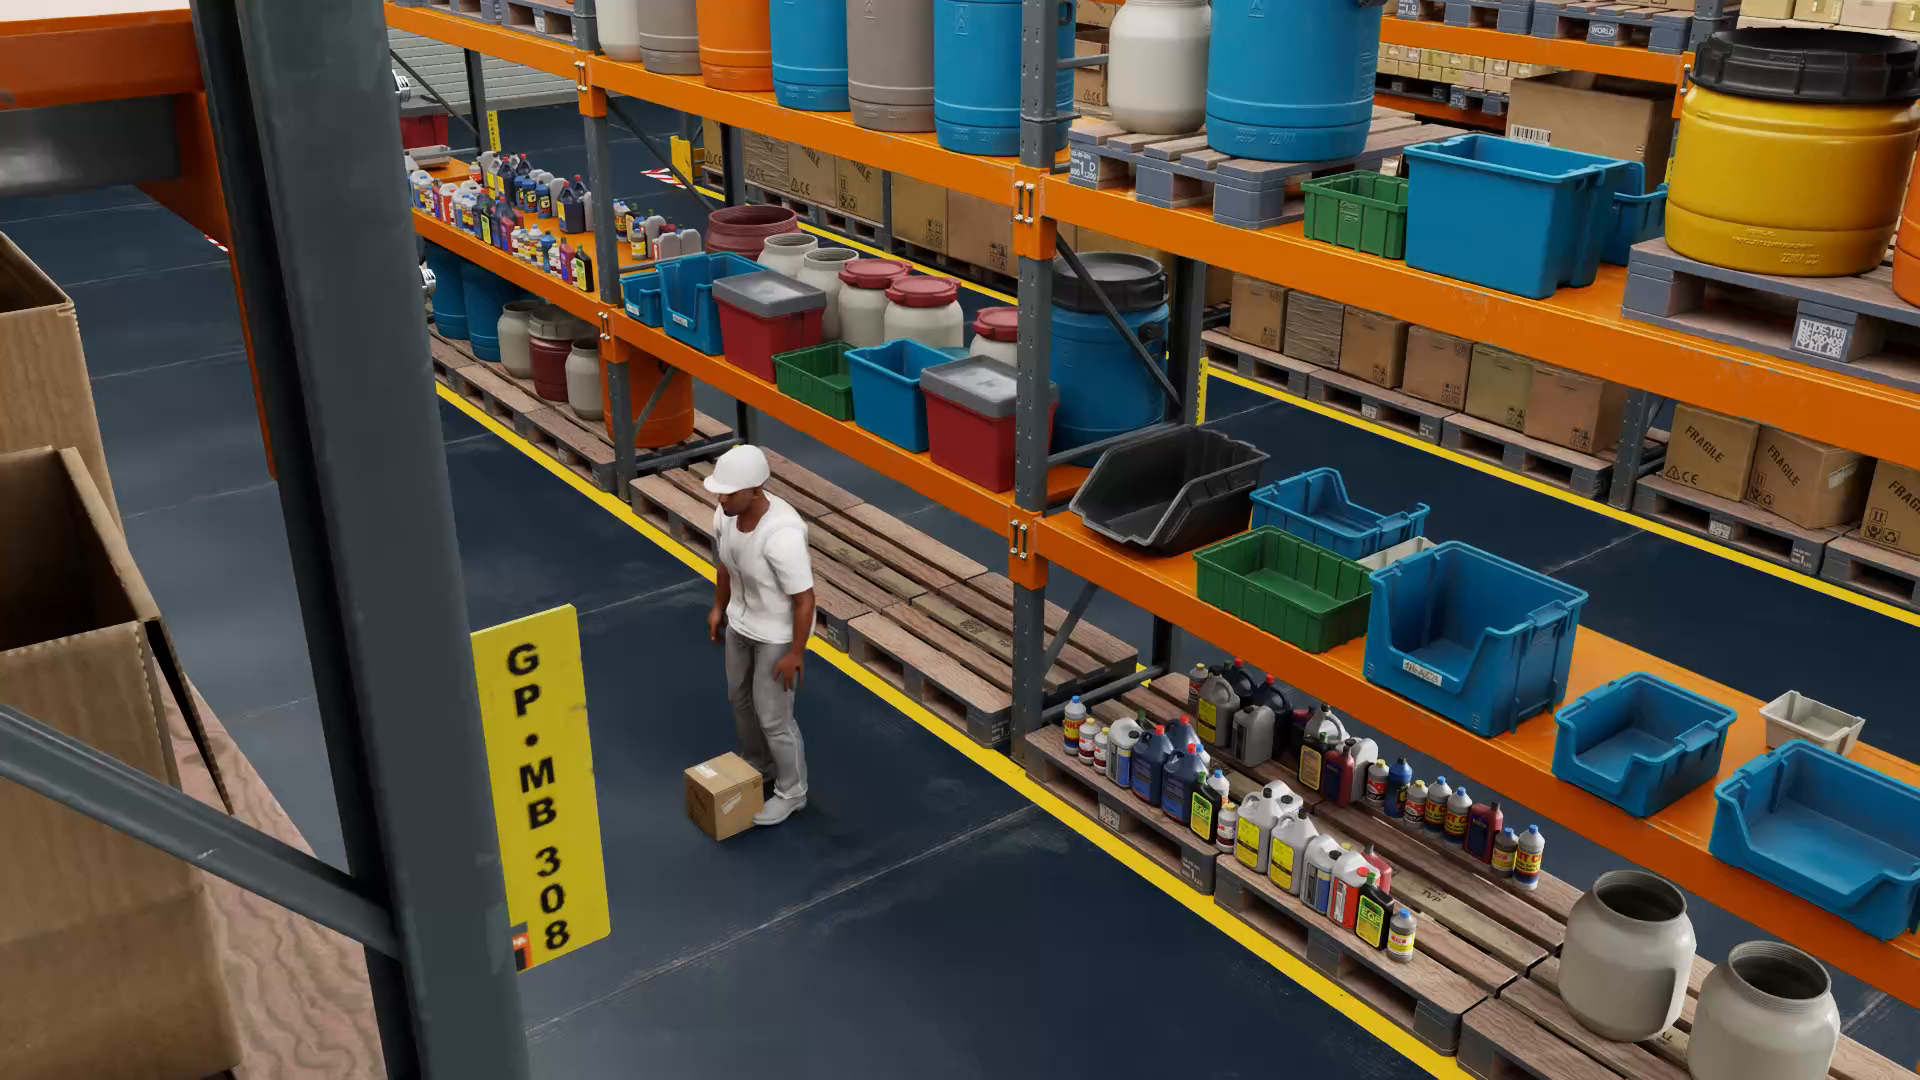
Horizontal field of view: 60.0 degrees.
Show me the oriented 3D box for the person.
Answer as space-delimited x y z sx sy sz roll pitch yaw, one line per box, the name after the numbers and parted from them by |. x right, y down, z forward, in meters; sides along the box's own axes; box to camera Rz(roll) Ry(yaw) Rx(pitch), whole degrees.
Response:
-0.870 0.396 7.217 0.454 1.761 0.636 -20 31 -36 | person
